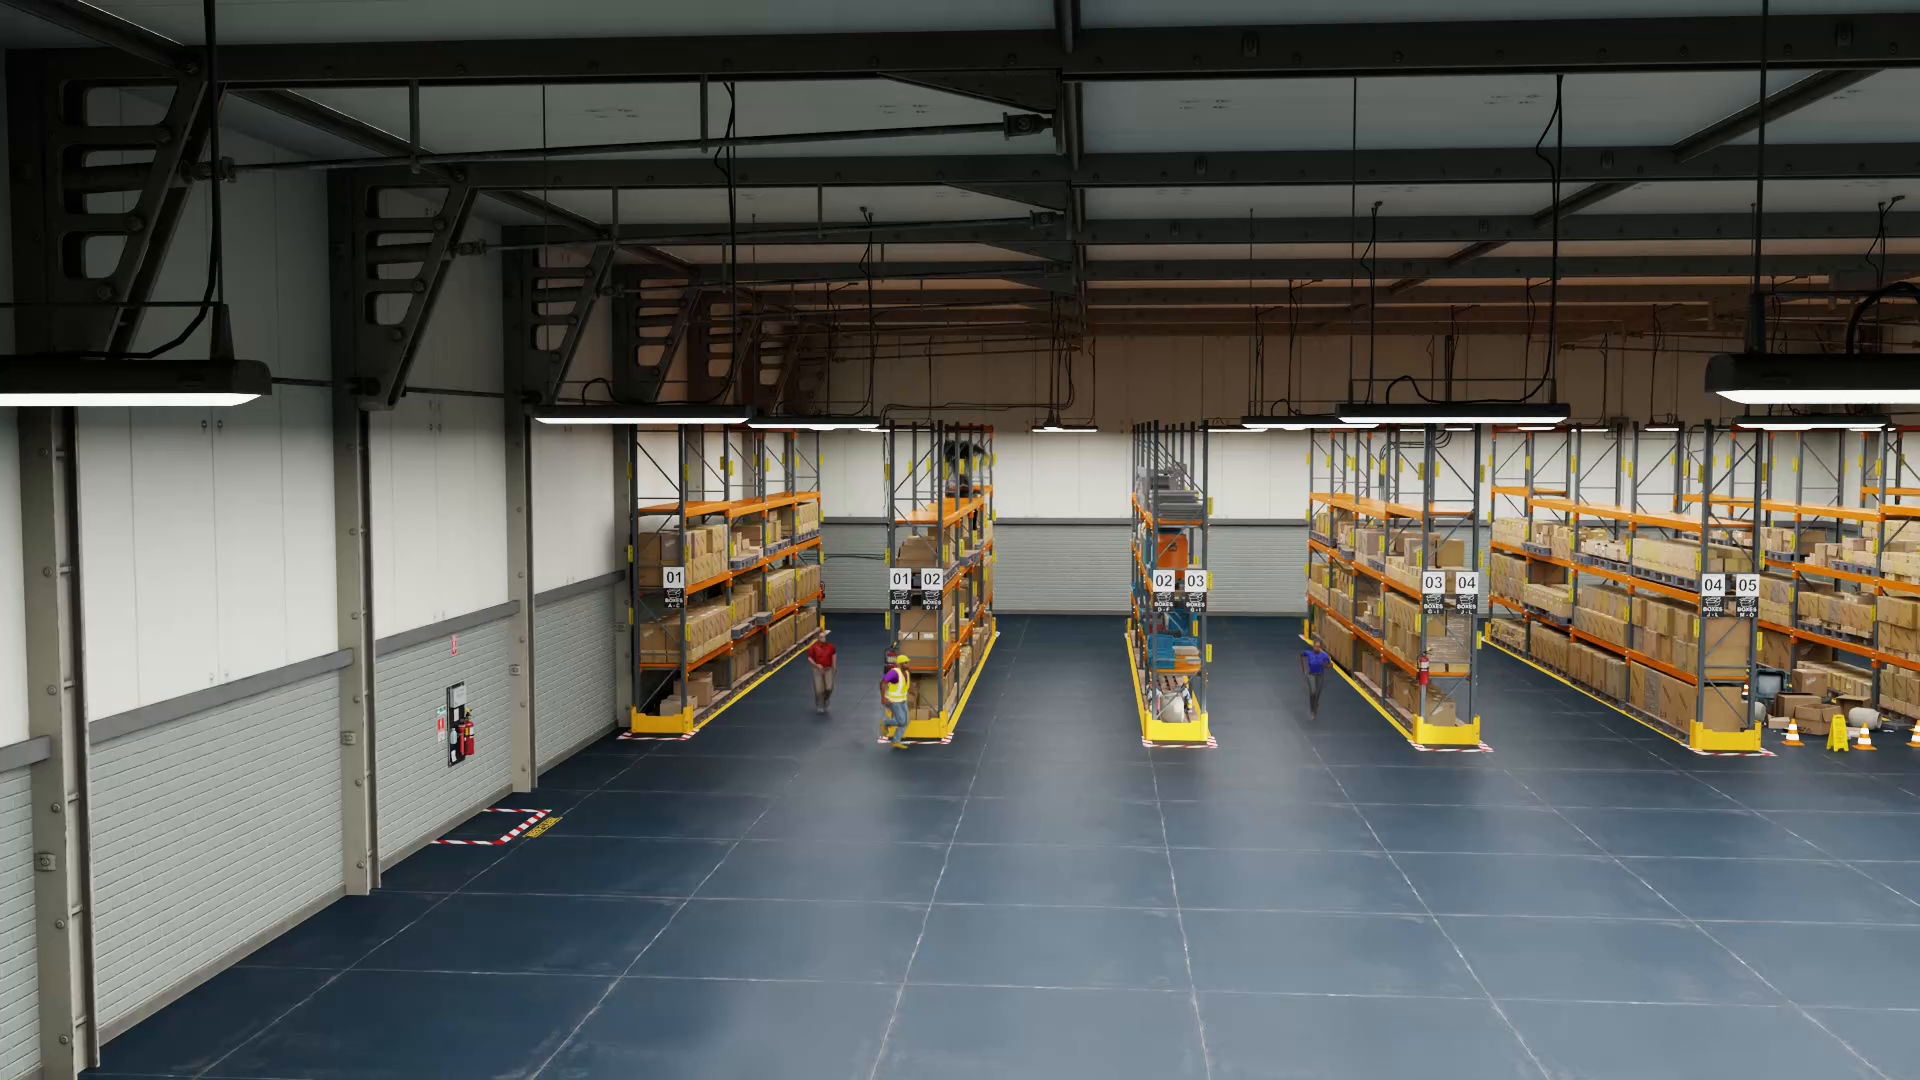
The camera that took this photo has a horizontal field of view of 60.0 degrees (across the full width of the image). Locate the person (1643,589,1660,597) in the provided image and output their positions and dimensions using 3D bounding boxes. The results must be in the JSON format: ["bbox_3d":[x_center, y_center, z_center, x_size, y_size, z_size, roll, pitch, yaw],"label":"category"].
[{"bbox_3d":[19.957,1.907,47.882,0.761,1.617,0.593,0,4,4],"label":"person"}]

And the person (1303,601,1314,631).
[{"bbox_3d":[10.280,1.833,47.618,0.892,1.777,0.639,1,4,11],"label":"person"}]

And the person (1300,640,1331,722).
[{"bbox_3d":[7.137,2.810,33.396,0.568,1.615,0.885,0,4,2],"label":"person"}]

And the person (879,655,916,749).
[{"bbox_3d":[-1.159,2.957,30.461,0.692,1.714,0.738,2,4,33],"label":"person"}]

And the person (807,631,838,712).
[{"bbox_3d":[-2.806,2.717,34.160,0.647,1.679,0.670,-1,4,-17],"label":"person"}]
